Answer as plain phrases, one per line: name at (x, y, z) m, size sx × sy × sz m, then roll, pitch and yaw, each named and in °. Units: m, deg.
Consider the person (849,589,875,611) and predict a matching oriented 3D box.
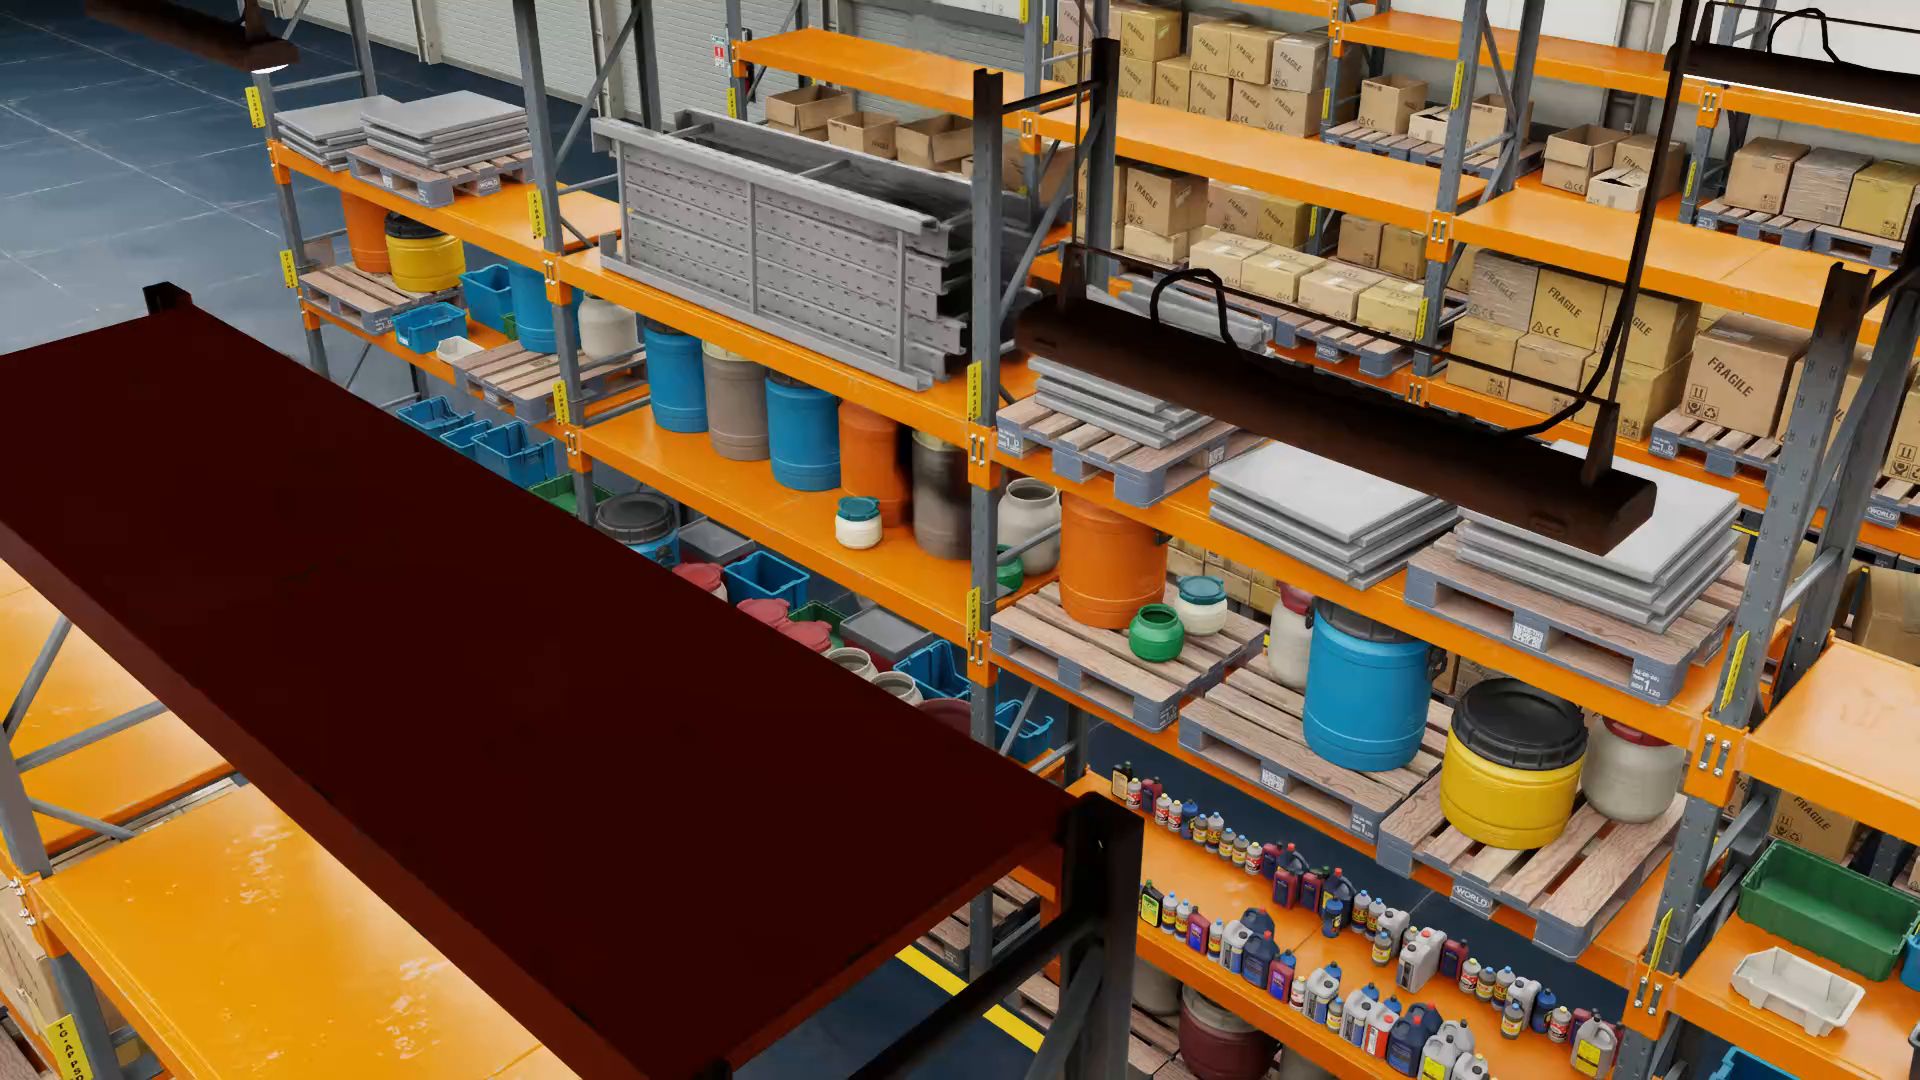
person at (-0.803, 0.018, 14.435) m, size 0.612 × 1.735 × 0.678 m, roll 17°, pitch 34°, yaw 27°
